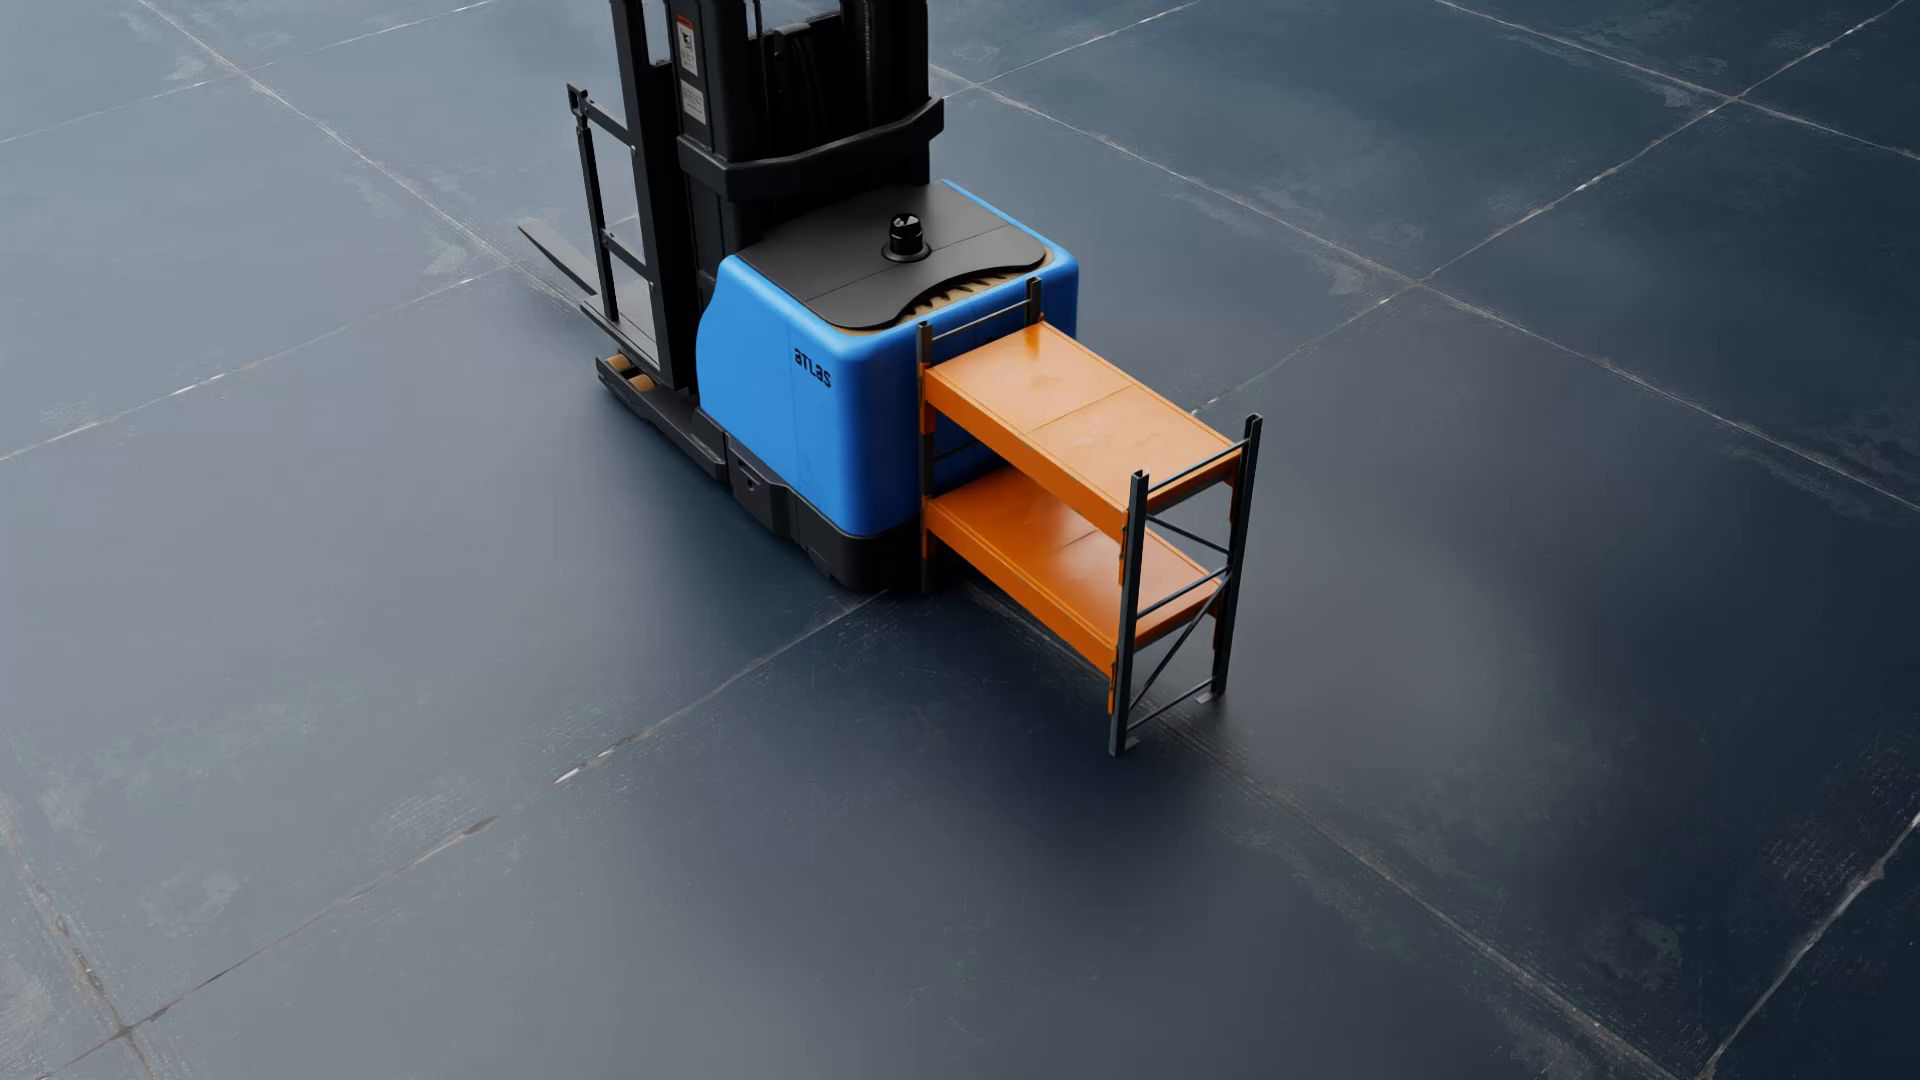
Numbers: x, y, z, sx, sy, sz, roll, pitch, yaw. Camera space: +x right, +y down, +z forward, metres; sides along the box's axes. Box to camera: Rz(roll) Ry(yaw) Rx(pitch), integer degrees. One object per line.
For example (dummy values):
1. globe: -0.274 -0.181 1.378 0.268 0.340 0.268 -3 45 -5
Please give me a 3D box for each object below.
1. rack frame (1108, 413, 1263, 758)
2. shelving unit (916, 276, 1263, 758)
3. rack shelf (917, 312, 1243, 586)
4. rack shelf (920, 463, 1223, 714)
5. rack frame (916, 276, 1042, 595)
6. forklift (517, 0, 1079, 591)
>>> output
1. rack frame: 0.689 0.163 5.153 0.500 1.125 0.032 -26 46 -28
2. shelving unit: 0.377 -0.089 5.465 0.538 1.125 1.048 -26 46 -28
3. rack shelf: 0.377 -0.317 5.281 0.538 0.278 1.000 -26 46 -28
4. rack shelf: 0.377 0.101 5.619 0.538 0.278 1.000 -26 46 -28
5. rack frame: 0.065 -0.342 5.778 0.500 1.125 0.032 -26 46 -28
6. forklift: -0.869 -1.828 6.180 1.130 2.935 3.031 -26 46 -28
